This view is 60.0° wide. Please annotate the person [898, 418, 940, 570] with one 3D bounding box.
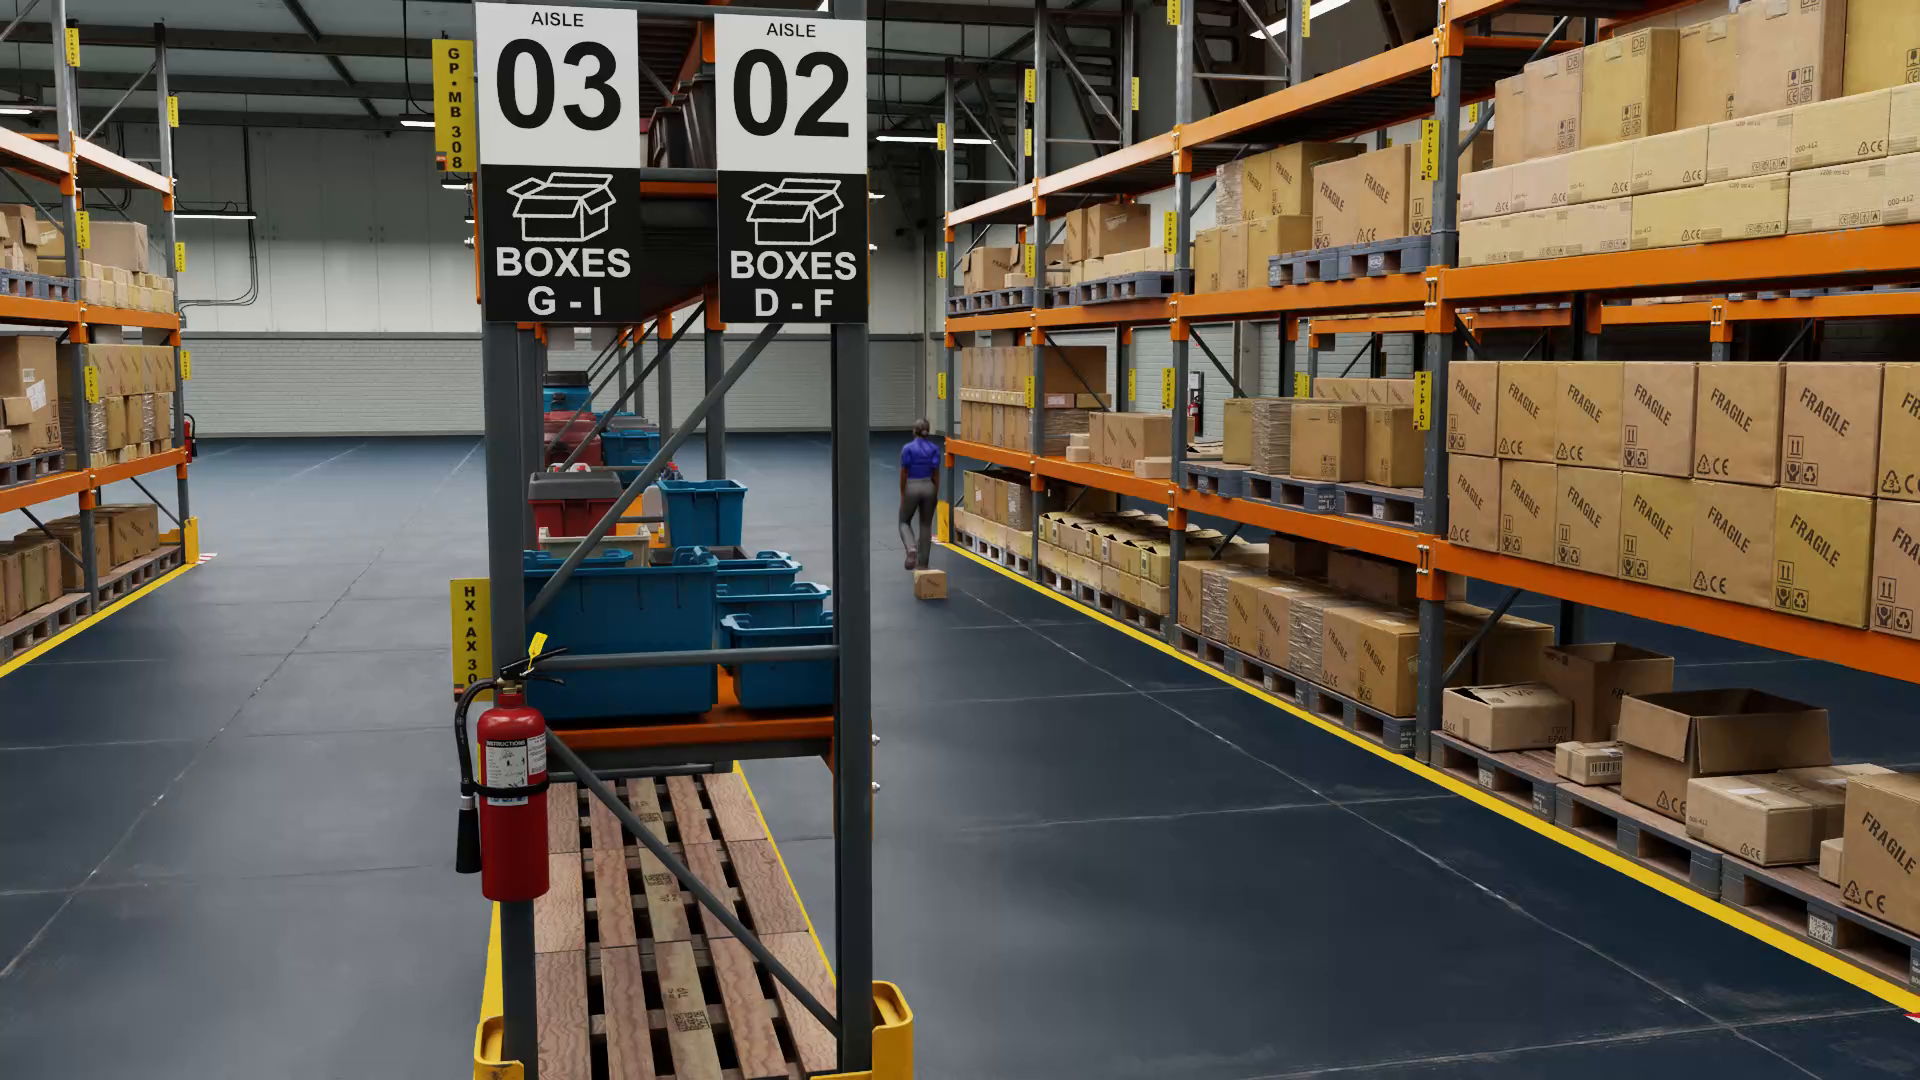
[{"bbox_3d":[-0.436,-0.490,17.978,0.443,1.646,0.472,-1,6,-12],"label":"person"}]
